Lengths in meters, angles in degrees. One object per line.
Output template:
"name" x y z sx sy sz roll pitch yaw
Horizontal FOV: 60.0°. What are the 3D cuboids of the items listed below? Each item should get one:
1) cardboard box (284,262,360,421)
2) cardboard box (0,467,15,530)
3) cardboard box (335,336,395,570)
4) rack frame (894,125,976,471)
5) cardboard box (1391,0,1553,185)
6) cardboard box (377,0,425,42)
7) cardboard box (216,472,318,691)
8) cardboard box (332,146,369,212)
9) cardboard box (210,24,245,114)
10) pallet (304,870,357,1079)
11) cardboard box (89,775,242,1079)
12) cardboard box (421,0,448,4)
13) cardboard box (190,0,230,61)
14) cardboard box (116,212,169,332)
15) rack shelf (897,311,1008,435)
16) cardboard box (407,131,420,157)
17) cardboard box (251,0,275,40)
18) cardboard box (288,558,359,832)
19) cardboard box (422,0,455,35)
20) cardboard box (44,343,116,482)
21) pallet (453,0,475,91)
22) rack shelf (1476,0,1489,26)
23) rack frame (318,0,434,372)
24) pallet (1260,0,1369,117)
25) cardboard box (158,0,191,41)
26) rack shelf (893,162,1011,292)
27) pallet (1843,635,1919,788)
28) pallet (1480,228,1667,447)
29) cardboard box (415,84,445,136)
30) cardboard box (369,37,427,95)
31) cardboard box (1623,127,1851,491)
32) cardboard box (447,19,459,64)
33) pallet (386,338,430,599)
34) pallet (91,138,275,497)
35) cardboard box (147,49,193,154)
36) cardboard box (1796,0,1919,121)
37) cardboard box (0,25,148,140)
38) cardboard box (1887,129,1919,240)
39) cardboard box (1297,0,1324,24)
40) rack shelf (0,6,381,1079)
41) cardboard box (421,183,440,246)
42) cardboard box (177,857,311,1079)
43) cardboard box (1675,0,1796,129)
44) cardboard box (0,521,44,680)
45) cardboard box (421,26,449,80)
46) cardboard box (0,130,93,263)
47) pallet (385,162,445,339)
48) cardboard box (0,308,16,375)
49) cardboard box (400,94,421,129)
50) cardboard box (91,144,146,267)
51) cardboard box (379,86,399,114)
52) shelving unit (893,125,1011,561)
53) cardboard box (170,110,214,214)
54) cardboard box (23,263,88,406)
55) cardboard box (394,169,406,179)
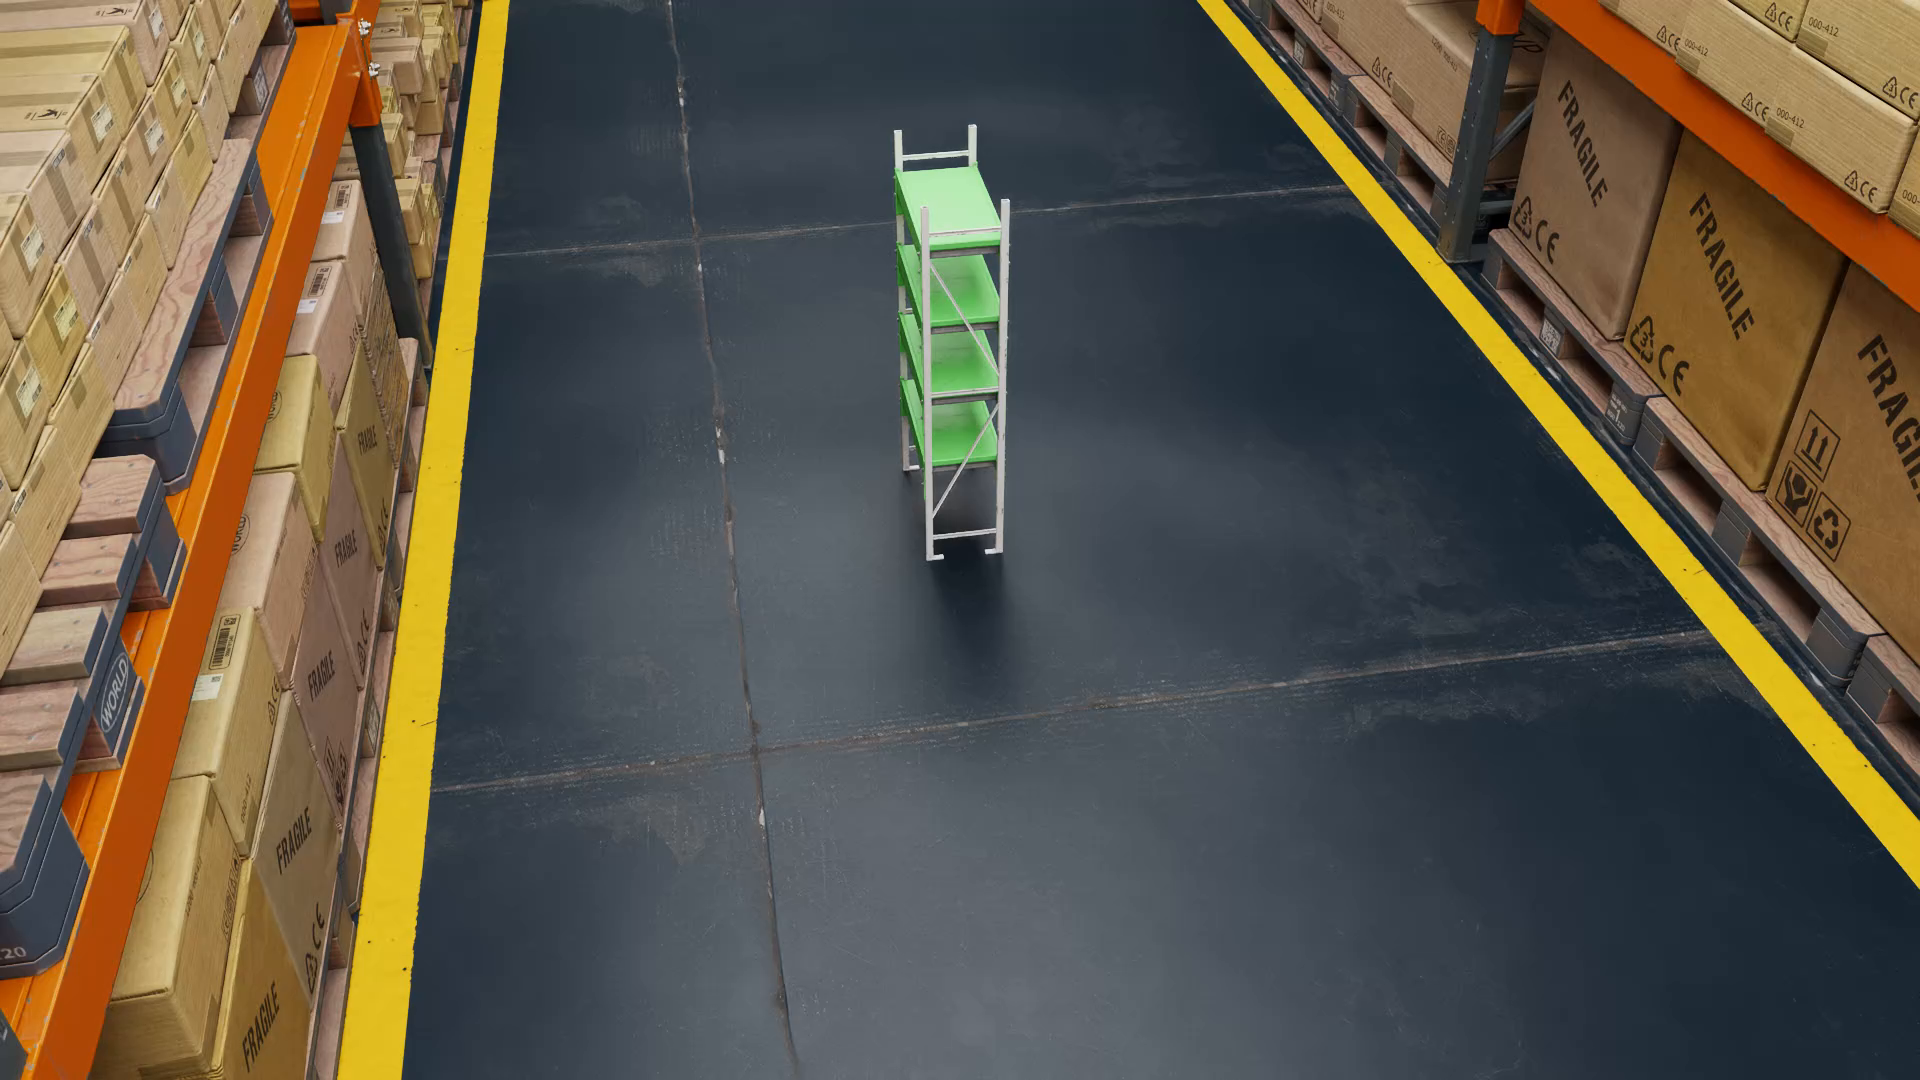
"cardboard box" -1.965 -0.521 4.560 0.500 0.250 0.500 -5 38 -6
"cardboard box" -1.657 -0.026 2.459 0.380 0.149 0.250 -4 38 -6
"cardboard box" -1.954 -0.230 4.796 0.500 0.500 0.500 -7 38 -9
"rack frame" -0.072 -0.721 5.200 0.240 1.200 0.015 -6 38 -8
"cardboard box" 2.430 -1.919 7.021 0.875 0.438 0.875 -7 38 -9
"cardboard box" -2.526 -2.233 7.176 0.380 0.149 0.250 -6 38 -8
"cardboard box" -1.766 0.111 3.746 0.500 0.250 0.500 -6 38 -8
"cardboard box" -2.278 -1.286 5.957 0.380 0.149 0.250 -5 38 -6
"cardboard box" -2.025 -1.170 4.173 0.380 0.149 0.250 -8 39 -10
"pallet" -1.855 1.264 3.451 1.003 0.211 1.213 -6 38 -8
"cardboard box" -1.602 0.718 2.965 0.500 0.250 0.500 -8 39 -10
"cardboard box" -2.537 -2.559 7.596 0.380 0.149 0.250 -5 38 -6
"cardboard box" -2.017 -1.272 4.062 0.380 0.149 0.250 -7 38 -9
"cardboard box" -1.834 -0.524 3.342 0.380 0.149 0.250 -6 38 -7
"rack shelf" -0.029 -0.523 5.050 0.258 0.148 0.480 -6 38 -8
"cardboard box" -2.404 -1.529 6.754 0.380 0.149 0.250 -7 38 -9
"cardboard box" -2.110 -1.472 4.562 0.380 0.149 0.250 -6 38 -8
"cardboard box" -1.779 0.389 4.000 0.500 0.500 0.500 -7 38 -9
"cardboard box" -2.553 -2.441 7.686 0.380 0.149 0.250 -6 38 -7
"cardboard box" -1.743 -0.211 2.939 0.380 0.149 0.250 -5 38 -6
"pallet" -3.002 -2.555 8.367 1.003 0.211 1.213 -6 38 -8
"rack shelf" 2.084 -3.298 7.637 1.077 0.370 4.000 -6 38 -8
"rack frame" -2.421 -1.781 5.097 1.000 3.000 0.127 -6 38 -8
"pallet" 2.161 -2.479 8.269 1.003 0.211 1.213 -6 38 -8
"cardboard box" -1.981 -1.235 3.772 0.380 0.149 0.250 -7 38 -9
"rack shelf" -0.029 -0.902 4.755 0.258 0.148 0.480 -6 38 -8
"pallet" 3.072 0.659 4.230 1.003 0.211 1.213 -6 38 -8
"pallet" 2.644 -0.815 6.127 1.003 0.211 1.213 -6 38 -8
"cardboard box" -2.436 -1.855 7.174 0.380 0.149 0.250 -7 38 -9
"cardboard box" -2.393 -1.924 6.778 0.380 0.149 0.250 -5 38 -7
"cardboard box" 2.788 -0.790 5.212 0.875 0.875 0.875 -5 38 -7
"cardboard box" -2.556 -2.333 7.790 0.380 0.149 0.250 -8 39 -10
"pallet" -2.283 -0.210 5.348 1.003 0.211 1.213 -6 38 -8
"pallet" -2.107 -0.480 3.580 1.003 0.211 1.213 -6 38 -8
"cardboard box" -1.922 -0.950 3.648 0.380 0.149 0.250 -6 38 -8
"cardboard box" 2.506 -1.292 4.182 0.500 0.250 0.500 -7 38 -9
"cardboard box" -1.882 -0.911 3.355 0.380 0.149 0.250 -7 38 -9
"cardboard box" 2.614 -0.789 3.943 0.500 0.250 0.500 -7 38 -8
"cardboard box" 2.116 -3.005 8.419 0.875 0.438 0.875 -5 38 -7
"rack shelf" -2.071 -0.289 3.763 1.077 0.370 4.000 -6 38 -8
"cardboard box" -2.215 -1.236 6.377 0.380 0.149 0.250 -5 38 -7
"cardboard box" -1.593 1.002 3.211 0.500 0.500 0.500 -8 39 -10
"cardboard box" 2.418 -1.397 4.726 0.500 0.250 0.500 -7 38 -8
"cardboard box" -1.647 0.115 2.520 0.380 0.149 0.250 -4 38 -6
"cardboard box" -2.450 -2.121 7.274 0.380 0.149 0.250 -6 38 -7
"cardboard box" -1.794 -0.600 2.955 0.380 0.149 0.250 -5 38 -6
"pallet" -2.574 -1.081 6.470 1.003 0.211 1.213 -6 38 -8
"cardboard box" -1.699 -0.277 2.539 0.380 0.149 0.250 -6 38 -8
"cardboard box" -2.450 -1.810 6.874 0.380 0.149 0.250 -5 38 -6
"cardboard box" -1.834 -0.640 3.249 0.380 0.149 0.250 -7 38 -8
"cardboard box" -2.360 -1.606 6.369 0.380 0.149 0.250 -7 38 -9
"shelving unit" -0.029 -0.574 5.011 0.258 1.200 0.503 -6 38 -8
"cardboard box" -1.925 -0.842 3.752 0.380 0.149 0.250 -5 38 -6
"cardboard box" -1.751 -0.339 2.862 0.380 0.149 0.250 -6 38 -8
"cardboard box" -2.302 -1.335 6.262 0.380 0.149 0.250 -6 38 -8
